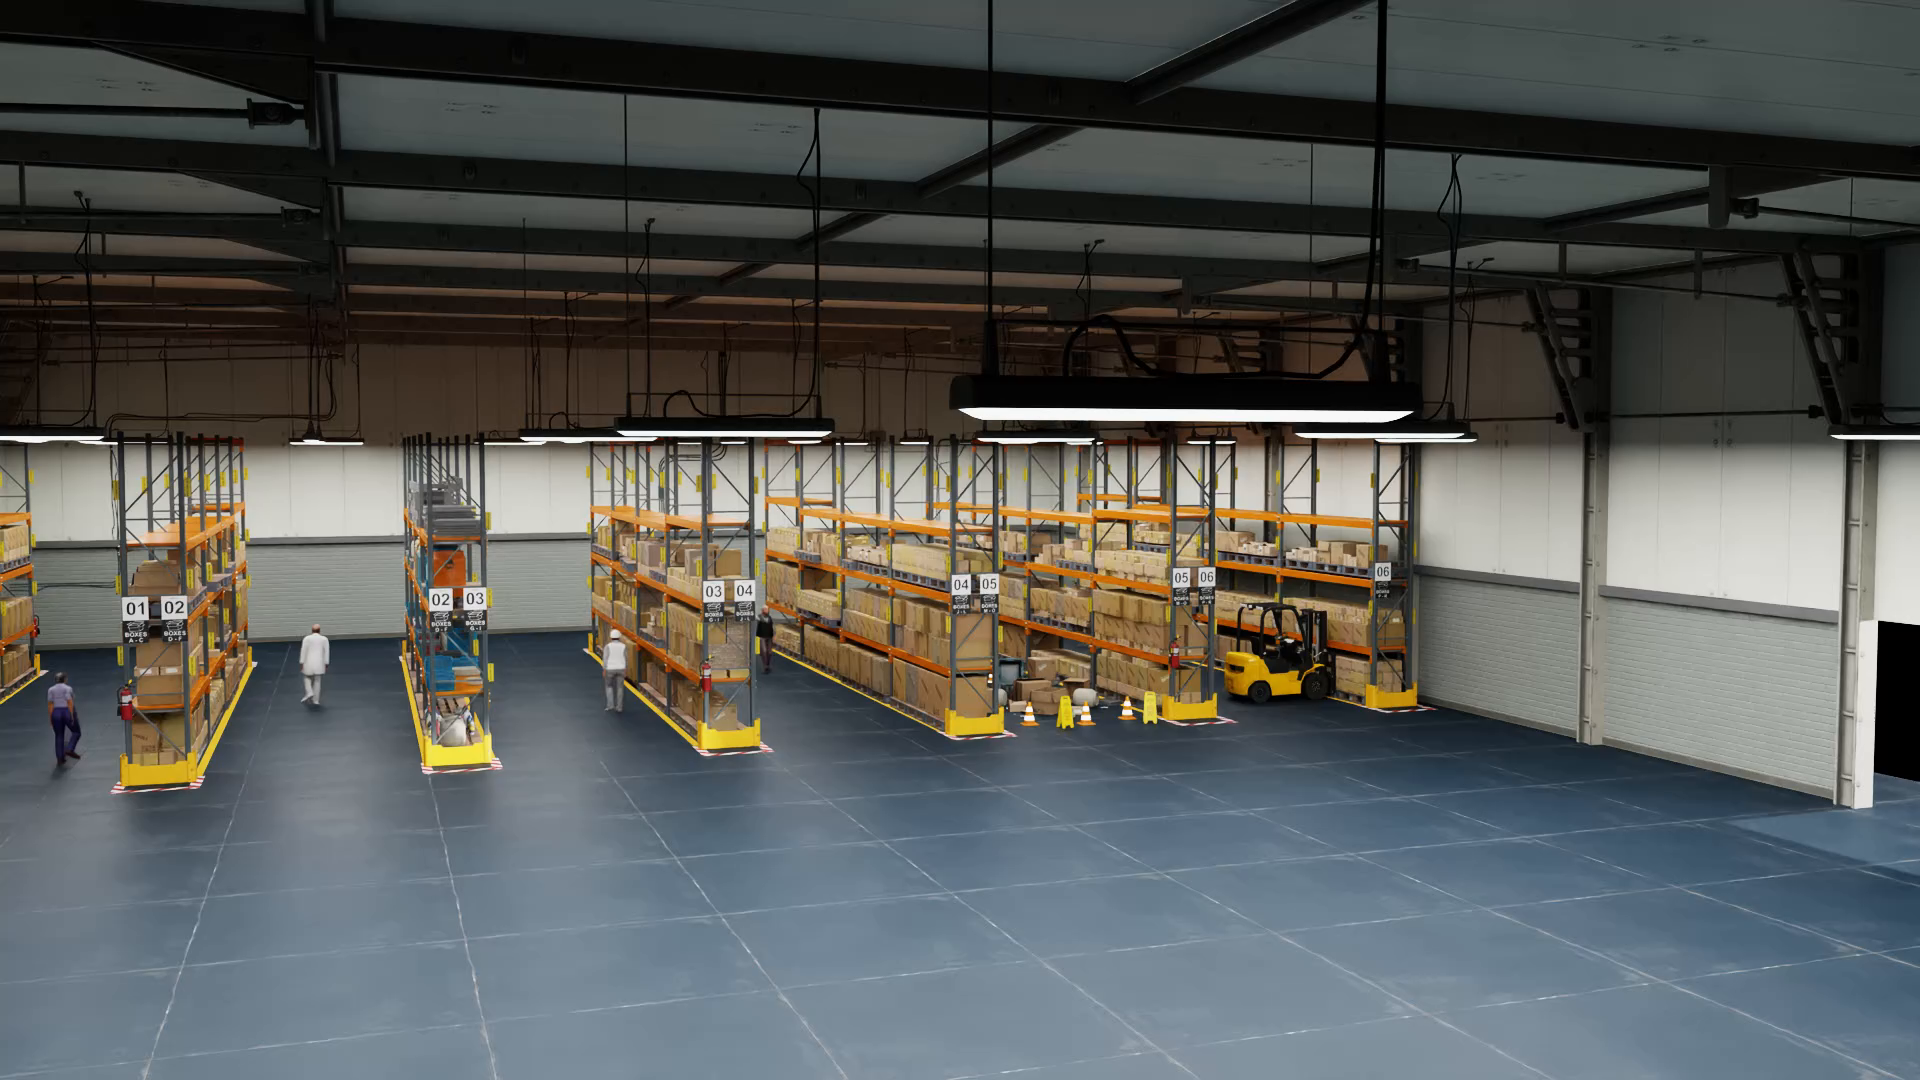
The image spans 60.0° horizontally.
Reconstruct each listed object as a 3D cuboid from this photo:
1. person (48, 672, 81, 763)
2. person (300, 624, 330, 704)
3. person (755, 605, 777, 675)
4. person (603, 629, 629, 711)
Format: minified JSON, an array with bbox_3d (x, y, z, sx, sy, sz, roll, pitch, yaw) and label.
[{"bbox_3d":[-16.282,3.223,30.204,0.547,1.637,0.463,-1,3,-12],"label":"person"},{"bbox_3d":[-14.398,2.766,37.108,0.627,1.777,0.521,-1,3,-21],"label":"person"},{"bbox_3d":[-4.902,2.531,42.367,0.570,1.707,0.752,-2,4,-34],"label":"person"},{"bbox_3d":[-7.477,2.862,36.138,0.581,1.821,0.613,-2,3,-25],"label":"person"}]
